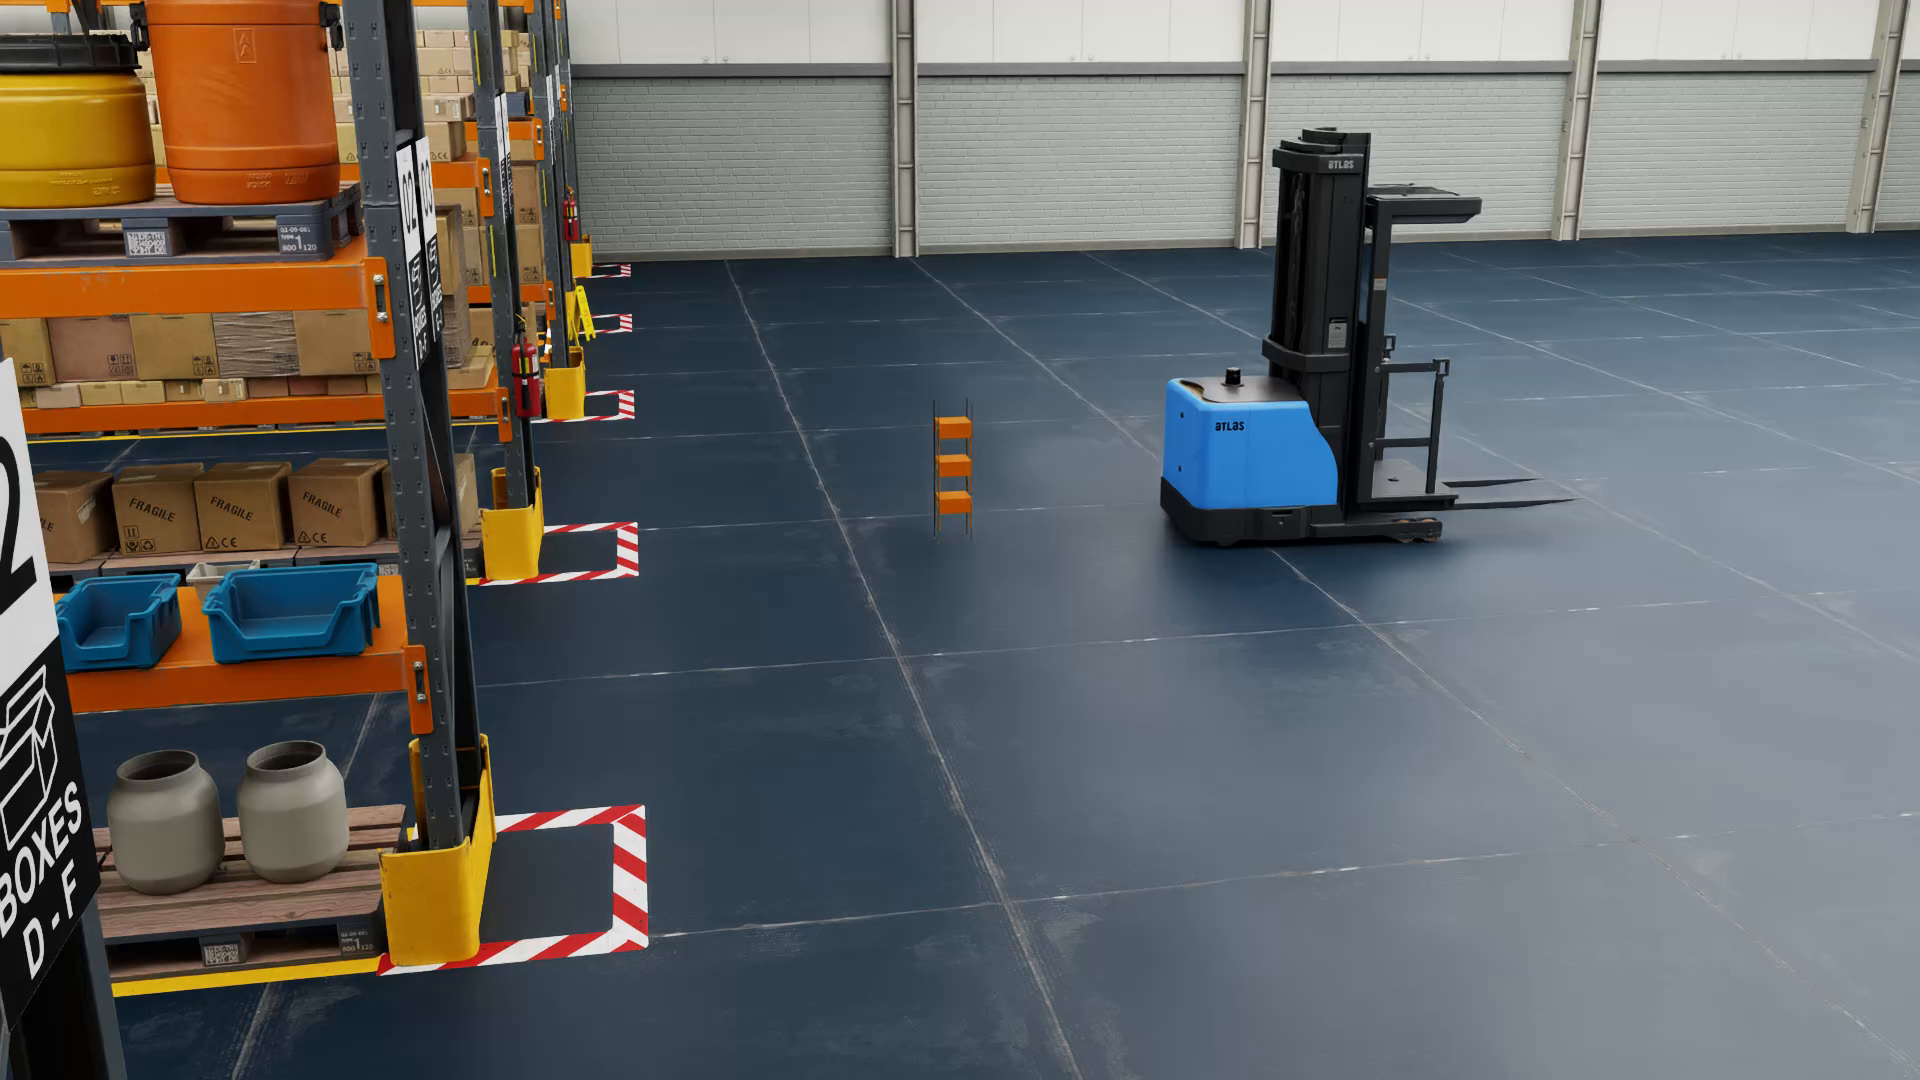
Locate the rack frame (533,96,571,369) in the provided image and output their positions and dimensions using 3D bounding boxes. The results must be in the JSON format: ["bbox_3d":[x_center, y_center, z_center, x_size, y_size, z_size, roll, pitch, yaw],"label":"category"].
[{"bbox_3d":[-3.959,-2.768,16.215,0.127,3.000,1.000,-3,17,-10],"label":"rack frame"}]

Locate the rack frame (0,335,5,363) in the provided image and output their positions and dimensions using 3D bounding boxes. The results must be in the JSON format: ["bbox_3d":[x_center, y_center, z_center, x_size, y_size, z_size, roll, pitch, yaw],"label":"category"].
[{"bbox_3d":[-1.242,-1.344,1.362,0.127,3.000,1.000,-3,17,-10],"label":"rack frame"}]

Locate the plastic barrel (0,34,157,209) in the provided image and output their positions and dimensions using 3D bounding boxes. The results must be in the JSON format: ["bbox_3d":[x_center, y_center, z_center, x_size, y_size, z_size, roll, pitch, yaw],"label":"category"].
[{"bbox_3d":[-3.273,-1.529,6.037,0.600,0.588,0.600,0,17,0],"label":"plastic barrel"}]

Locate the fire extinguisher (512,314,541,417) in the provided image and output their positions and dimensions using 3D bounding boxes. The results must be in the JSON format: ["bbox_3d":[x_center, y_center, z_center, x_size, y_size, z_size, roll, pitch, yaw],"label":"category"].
[{"bbox_3d":[-2.918,-1.169,11.141,0.183,0.674,0.296,-3,17,-10],"label":"fire extinguisher"}]

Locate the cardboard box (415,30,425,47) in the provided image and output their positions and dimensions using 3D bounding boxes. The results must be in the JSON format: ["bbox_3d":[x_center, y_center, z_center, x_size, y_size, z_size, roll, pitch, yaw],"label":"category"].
[{"bbox_3d":[-4.976,-4.552,15.099,0.250,0.149,0.380,-3,17,-10],"label":"cardboard box"}]

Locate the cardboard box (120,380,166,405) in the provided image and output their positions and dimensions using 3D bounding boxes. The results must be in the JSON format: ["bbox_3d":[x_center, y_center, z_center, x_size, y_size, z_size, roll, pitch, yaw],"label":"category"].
[{"bbox_3d":[-5.306,-1.002,10.894,0.250,0.149,0.380,-3,17,-10],"label":"cardboard box"}]

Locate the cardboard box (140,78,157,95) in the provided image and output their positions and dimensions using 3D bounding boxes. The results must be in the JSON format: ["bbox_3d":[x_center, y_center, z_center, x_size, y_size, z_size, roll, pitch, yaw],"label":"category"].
[{"bbox_3d":[-7.211,-4.045,14.805,0.250,0.149,0.380,-3,17,-10],"label":"cardboard box"}]

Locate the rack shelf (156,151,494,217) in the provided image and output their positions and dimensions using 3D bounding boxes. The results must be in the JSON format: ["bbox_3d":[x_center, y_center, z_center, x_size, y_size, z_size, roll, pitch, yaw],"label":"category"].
[{"bbox_3d":[-5.081,-2.311,10.843,4.000,0.370,1.077,-3,17,-10],"label":"rack shelf"}]

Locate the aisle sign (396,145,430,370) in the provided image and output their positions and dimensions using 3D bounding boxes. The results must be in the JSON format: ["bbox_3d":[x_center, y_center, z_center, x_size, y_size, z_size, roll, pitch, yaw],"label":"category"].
[{"bbox_3d":[-2.051,-1.066,6.245,0.004,0.787,0.394,-3,17,-10],"label":"aisle sign"}]

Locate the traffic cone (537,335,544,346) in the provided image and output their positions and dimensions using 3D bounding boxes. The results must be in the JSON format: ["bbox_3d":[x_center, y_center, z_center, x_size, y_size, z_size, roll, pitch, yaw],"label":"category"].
[{"bbox_3d":[-5.175,-2.581,19.926,0.334,0.463,0.336,-3,17,-10],"label":"traffic cone"}]

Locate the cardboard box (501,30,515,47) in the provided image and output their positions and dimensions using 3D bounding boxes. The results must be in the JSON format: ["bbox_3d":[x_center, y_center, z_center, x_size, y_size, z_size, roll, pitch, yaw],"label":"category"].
[{"bbox_3d":[-4.225,-4.595,15.238,0.250,0.149,0.380,-3,17,-10],"label":"cardboard box"}]

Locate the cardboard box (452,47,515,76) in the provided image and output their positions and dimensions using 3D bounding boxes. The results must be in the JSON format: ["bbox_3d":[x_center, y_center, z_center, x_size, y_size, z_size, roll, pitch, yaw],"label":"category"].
[{"bbox_3d":[-4.387,-4.413,15.325,0.500,0.250,0.500,-3,17,-10],"label":"cardboard box"}]

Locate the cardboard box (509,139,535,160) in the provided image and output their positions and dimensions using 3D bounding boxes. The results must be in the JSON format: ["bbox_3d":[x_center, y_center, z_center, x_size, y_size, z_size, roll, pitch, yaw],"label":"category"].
[{"bbox_3d":[-5.457,-4.766,20.339,0.500,0.500,0.700,-4,17,-12],"label":"cardboard box"}]

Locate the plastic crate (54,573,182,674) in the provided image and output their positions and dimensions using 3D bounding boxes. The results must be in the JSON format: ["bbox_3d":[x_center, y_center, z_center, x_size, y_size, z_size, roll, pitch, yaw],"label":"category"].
[{"bbox_3d":[-3.251,0.315,6.430,0.408,0.251,0.499,-3,17,-10],"label":"plastic crate"}]

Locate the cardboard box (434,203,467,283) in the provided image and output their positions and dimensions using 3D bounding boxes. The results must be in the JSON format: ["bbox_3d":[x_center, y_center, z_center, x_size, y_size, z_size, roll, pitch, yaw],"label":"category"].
[{"bbox_3d":[-3.709,-2.048,11.492,0.500,0.500,0.500,-3,17,-10],"label":"cardboard box"}]

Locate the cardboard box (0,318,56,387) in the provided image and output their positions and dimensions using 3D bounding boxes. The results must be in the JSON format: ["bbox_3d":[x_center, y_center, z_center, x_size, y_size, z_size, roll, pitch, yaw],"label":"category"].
[{"bbox_3d":[-6.094,-1.325,10.838,0.500,0.500,0.875,-3,17,-10],"label":"cardboard box"}]

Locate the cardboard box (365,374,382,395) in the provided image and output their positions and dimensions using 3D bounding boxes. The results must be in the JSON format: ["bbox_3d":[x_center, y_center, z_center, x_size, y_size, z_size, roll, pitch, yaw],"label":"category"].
[{"bbox_3d":[-3.839,-1.094,11.194,0.250,0.149,0.380,-3,17,-10],"label":"cardboard box"}]

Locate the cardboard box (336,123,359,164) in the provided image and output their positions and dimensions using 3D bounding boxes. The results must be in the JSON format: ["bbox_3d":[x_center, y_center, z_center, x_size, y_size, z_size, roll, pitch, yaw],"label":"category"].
[{"bbox_3d":[-4.032,-2.566,10.703,0.500,0.250,0.500,-3,17,-10],"label":"cardboard box"}]

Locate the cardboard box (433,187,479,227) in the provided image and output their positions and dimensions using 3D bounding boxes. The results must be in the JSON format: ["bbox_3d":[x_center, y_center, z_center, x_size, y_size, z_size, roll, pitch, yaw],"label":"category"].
[{"bbox_3d":[-4.853,-3.289,15.817,0.550,0.550,0.875,-3,17,-10],"label":"cardboard box"}]

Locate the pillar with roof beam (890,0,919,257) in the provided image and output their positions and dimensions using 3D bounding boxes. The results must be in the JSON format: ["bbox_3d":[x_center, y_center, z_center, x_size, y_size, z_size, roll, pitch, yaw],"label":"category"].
[{"bbox_3d":[-0.090,-7.802,22.387,0.400,9.000,9.100,-3,17,-10],"label":"pillar with roof beam"}]

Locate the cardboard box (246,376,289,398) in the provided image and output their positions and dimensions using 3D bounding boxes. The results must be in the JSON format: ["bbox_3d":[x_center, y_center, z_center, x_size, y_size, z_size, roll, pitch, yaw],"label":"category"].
[{"bbox_3d":[-4.582,-1.063,11.090,0.250,0.149,0.380,-3,17,-10],"label":"cardboard box"}]

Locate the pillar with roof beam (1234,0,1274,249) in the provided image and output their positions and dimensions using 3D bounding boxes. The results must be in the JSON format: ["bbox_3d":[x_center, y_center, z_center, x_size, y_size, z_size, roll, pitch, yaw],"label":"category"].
[{"bbox_3d":[5.802,-8.136,23.475,0.400,9.000,9.100,-3,17,-10],"label":"pillar with roof beam"}]

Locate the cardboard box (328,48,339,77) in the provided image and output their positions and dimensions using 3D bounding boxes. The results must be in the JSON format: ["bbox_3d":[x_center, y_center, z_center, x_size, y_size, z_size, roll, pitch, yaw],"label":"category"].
[{"bbox_3d":[-5.866,-4.330,15.054,0.500,0.250,0.500,-3,17,-10],"label":"cardboard box"}]

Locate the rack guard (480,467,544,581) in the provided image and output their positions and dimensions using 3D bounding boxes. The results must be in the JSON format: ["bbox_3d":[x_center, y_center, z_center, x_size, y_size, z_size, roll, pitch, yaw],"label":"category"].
[{"bbox_3d":[-3.192,-0.133,11.894,0.348,0.500,1.175,-3,17,-10],"label":"rack guard"}]

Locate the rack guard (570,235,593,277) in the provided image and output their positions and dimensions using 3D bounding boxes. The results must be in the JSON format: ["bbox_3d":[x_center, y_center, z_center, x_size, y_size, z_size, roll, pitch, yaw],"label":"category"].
[{"bbox_3d":[-5.919,-4.426,25.872,0.348,0.500,1.175,-3,17,-10],"label":"rack guard"}]

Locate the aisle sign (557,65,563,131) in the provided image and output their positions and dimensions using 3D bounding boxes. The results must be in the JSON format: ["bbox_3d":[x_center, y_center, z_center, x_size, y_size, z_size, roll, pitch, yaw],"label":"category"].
[{"bbox_3d":[-4.995,-5.525,20.763,0.004,0.787,0.394,-3,17,-10],"label":"aisle sign"}]

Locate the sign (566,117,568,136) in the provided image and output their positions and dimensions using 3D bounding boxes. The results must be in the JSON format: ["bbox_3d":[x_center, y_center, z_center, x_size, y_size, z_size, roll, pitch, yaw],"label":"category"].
[{"bbox_3d":[-5.853,-6.129,24.784,0.005,0.325,0.100,-3,17,-10],"label":"sign"}]

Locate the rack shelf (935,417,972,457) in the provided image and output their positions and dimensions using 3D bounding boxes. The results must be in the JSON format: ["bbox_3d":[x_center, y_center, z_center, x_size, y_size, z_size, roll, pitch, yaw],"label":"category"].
[{"bbox_3d":[-0.053,-0.760,12.068,0.240,0.259,0.215,-3,17,-10],"label":"rack shelf"}]

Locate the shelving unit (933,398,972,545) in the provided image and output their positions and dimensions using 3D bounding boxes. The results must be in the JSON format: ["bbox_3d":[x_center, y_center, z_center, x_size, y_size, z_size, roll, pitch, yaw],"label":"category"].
[{"bbox_3d":[-0.053,-0.499,12.148,0.252,1.050,0.215,-3,17,-10],"label":"shelving unit"}]

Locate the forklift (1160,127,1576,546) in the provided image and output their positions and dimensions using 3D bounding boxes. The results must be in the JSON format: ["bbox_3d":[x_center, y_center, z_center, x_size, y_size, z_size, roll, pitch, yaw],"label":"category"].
[{"bbox_3d":[3.115,-1.532,12.309,3.031,2.935,1.130,-2,17,-8],"label":"forklift"}]

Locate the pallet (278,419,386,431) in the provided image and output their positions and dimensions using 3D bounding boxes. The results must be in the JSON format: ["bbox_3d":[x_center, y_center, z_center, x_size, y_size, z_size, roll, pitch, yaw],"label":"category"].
[{"bbox_3d":[-5.925,-1.301,16.188,1.213,0.211,1.003,-3,17,-10],"label":"pallet"}]

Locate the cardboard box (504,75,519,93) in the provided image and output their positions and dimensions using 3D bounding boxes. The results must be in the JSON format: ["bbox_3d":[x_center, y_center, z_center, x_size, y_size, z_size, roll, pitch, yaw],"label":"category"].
[{"bbox_3d":[-4.221,-4.214,15.356,0.250,0.149,0.380,-3,17,-11],"label":"cardboard box"}]

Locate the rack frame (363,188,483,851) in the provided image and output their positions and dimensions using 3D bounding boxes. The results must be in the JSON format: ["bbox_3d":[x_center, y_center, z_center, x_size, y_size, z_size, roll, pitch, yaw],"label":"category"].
[{"bbox_3d":[-2.178,0.095,6.892,0.127,3.000,1.000,-3,17,-10],"label":"rack frame"}]

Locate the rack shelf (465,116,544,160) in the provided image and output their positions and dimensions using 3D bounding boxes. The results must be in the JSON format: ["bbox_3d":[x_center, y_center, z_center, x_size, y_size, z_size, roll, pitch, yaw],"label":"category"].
[{"bbox_3d":[-5.923,-3.746,15.517,4.000,0.370,1.077,-3,17,-10],"label":"rack shelf"}]

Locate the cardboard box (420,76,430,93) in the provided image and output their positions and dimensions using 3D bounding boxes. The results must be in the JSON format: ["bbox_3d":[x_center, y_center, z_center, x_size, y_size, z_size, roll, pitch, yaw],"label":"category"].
[{"bbox_3d":[-4.969,-4.172,15.219,0.250,0.149,0.380,-3,17,-10],"label":"cardboard box"}]

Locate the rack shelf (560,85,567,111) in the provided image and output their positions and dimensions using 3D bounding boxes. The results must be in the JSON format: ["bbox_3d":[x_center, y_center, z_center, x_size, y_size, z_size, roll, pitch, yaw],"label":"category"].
[{"bbox_3d":[-7.906,-6.599,24.803,4.000,0.370,1.077,-3,17,-10],"label":"rack shelf"}]

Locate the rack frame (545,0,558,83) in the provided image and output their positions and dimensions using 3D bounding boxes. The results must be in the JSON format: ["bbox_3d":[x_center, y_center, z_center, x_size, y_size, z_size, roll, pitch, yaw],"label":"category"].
[{"bbox_3d":[-4.997,-7.057,19.961,0.127,3.000,1.000,-3,17,-10],"label":"rack frame"}]

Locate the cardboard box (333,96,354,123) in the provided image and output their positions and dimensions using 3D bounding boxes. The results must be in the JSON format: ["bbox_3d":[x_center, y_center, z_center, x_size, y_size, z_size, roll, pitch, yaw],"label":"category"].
[{"bbox_3d":[-3.856,-2.752,10.631,0.250,0.149,0.380,-4,18,-13],"label":"cardboard box"}]

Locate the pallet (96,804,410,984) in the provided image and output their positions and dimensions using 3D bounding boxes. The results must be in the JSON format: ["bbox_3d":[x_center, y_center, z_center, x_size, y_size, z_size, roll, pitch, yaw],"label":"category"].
[{"bbox_3d":[-3.042,1.490,7.101,1.213,0.211,1.003,-3,17,-10],"label":"pallet"}]

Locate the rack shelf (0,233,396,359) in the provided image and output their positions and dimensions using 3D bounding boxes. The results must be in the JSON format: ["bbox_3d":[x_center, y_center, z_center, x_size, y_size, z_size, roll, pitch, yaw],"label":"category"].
[{"bbox_3d":[-4.141,-0.883,6.195,4.000,0.370,1.077,-3,17,-10],"label":"rack shelf"}]

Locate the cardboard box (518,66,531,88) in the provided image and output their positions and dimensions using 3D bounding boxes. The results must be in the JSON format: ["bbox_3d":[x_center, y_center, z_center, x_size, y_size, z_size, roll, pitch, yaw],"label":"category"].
[{"bbox_3d":[-5.449,-5.587,20.034,0.500,0.250,0.500,-3,17,-11],"label":"cardboard box"}]

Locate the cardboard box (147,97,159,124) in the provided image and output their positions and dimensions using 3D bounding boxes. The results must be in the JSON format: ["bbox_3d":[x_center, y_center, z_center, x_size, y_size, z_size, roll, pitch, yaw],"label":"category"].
[{"bbox_3d":[-5.148,-2.699,10.459,0.250,0.149,0.380,-3,17,-9],"label":"cardboard box"}]

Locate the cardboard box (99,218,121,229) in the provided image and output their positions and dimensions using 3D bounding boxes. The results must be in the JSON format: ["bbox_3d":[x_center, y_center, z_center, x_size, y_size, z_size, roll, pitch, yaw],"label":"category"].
[{"bbox_3d":[-5.573,-1.785,10.636,0.500,0.500,0.500,-3,17,-10],"label":"cardboard box"}]

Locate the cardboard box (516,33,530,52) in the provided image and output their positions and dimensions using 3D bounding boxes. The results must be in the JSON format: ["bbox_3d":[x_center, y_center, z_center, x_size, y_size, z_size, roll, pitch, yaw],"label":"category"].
[{"bbox_3d":[-6.331,-7.255,24.660,0.500,0.500,0.500,-3,17,-9],"label":"cardboard box"}]

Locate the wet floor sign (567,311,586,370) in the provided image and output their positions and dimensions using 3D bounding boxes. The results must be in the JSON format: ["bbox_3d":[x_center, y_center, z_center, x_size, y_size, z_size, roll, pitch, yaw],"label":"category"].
[{"bbox_3d":[-4.306,-2.215,18.424,0.232,0.644,0.267,-6,18,-20],"label":"wet floor sign"}]

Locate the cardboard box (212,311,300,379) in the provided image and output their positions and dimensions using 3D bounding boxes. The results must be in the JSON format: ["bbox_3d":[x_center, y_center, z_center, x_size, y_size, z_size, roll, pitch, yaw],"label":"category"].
[{"bbox_3d":[-4.630,-1.422,11.155,0.500,0.500,0.875,-3,17,-10],"label":"cardboard box"}]

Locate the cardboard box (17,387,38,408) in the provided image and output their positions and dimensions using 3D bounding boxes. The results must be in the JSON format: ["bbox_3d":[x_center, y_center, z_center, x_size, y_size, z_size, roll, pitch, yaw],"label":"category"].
[{"bbox_3d":[-6.045,-0.964,10.768,0.250,0.149,0.380,-3,17,-10],"label":"cardboard box"}]

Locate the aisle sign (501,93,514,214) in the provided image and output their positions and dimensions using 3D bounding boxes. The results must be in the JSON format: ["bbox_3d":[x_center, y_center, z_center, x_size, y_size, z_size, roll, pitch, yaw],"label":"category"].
[{"bbox_3d":[-3.113,-2.665,11.452,0.004,0.787,0.394,-3,17,-10],"label":"aisle sign"}]

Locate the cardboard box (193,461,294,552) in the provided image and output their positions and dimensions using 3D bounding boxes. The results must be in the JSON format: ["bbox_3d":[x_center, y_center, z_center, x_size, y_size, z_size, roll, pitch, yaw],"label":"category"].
[{"bbox_3d":[-4.932,-0.236,11.512,0.500,0.500,0.500,-2,17,-5],"label":"cardboard box"}]

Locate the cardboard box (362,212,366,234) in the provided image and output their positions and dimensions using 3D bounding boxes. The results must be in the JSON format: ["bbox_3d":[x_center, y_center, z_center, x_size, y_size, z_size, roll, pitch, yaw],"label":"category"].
[{"bbox_3d":[-4.100,-1.869,10.908,0.500,0.500,0.500,-3,17,-10],"label":"cardboard box"}]

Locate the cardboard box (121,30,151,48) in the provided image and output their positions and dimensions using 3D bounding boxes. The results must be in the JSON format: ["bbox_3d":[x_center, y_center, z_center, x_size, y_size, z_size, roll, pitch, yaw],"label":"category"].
[{"bbox_3d":[-7.214,-4.425,14.687,0.250,0.149,0.380,-3,17,-11],"label":"cardboard box"}]

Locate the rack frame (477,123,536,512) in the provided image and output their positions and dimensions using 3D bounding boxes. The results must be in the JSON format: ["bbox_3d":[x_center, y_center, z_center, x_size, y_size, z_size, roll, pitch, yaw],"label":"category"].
[{"bbox_3d":[-3.117,-1.332,11.541,0.127,3.000,1.000,-3,17,-10],"label":"rack frame"}]

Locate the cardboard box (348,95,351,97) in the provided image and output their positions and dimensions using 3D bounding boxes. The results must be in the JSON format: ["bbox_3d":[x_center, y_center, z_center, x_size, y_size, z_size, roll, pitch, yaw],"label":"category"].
[{"bbox_3d":[-3.929,-2.900,11.113,0.250,0.149,0.380,-4,17,-11],"label":"cardboard box"}]

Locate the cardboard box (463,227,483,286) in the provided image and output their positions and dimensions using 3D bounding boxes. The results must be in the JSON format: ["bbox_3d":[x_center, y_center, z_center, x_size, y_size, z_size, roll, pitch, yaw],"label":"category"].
[{"bbox_3d":[-4.851,-2.769,15.962,0.550,0.550,0.875,-3,17,-10],"label":"cardboard box"}]

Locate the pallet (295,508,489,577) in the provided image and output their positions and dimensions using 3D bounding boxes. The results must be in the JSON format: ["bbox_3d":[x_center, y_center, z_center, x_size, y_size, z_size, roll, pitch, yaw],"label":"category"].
[{"bbox_3d":[-3.996,0.040,11.822,1.213,0.211,1.003,-3,17,-10],"label":"pallet"}]
